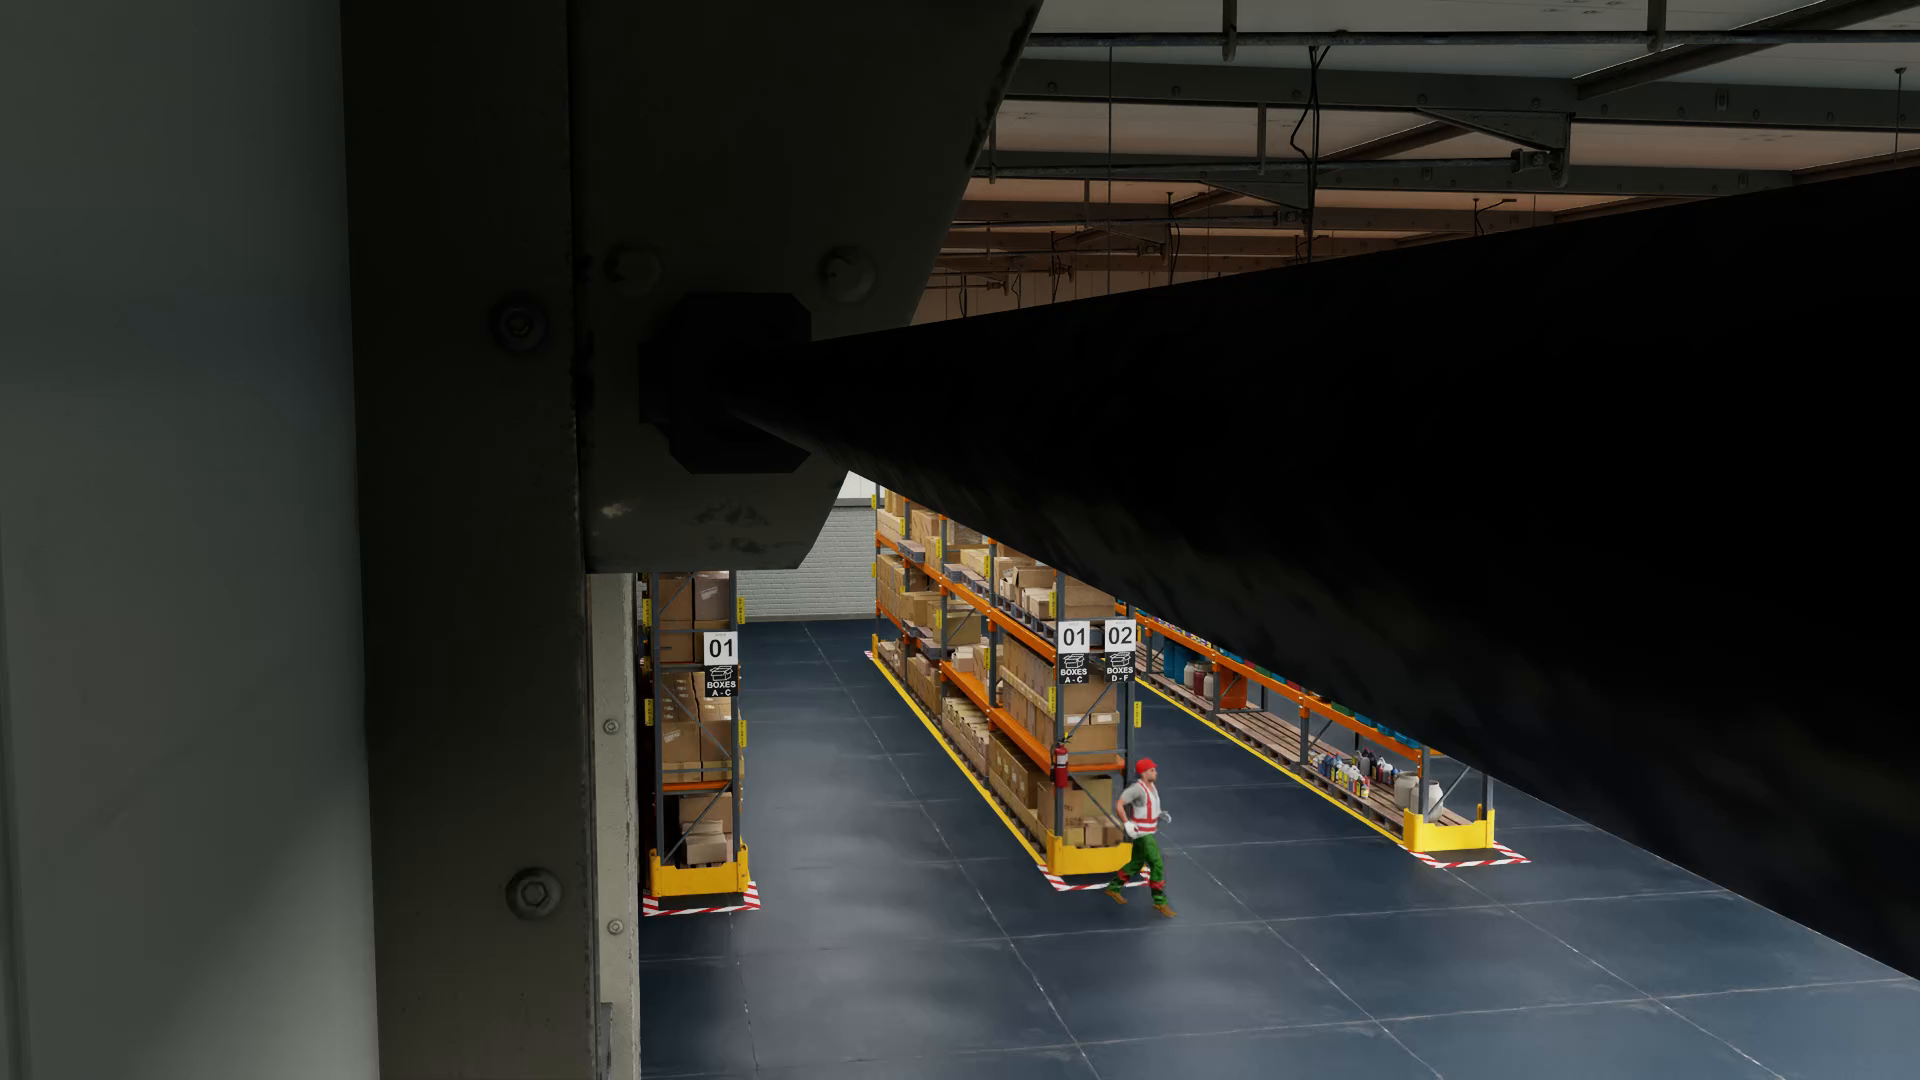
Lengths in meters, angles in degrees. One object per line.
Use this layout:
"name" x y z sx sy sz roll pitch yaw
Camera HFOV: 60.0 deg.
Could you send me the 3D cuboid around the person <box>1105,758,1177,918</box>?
"person" 2.138 3.446 19.440 0.898 1.813 0.680 2 6 19
